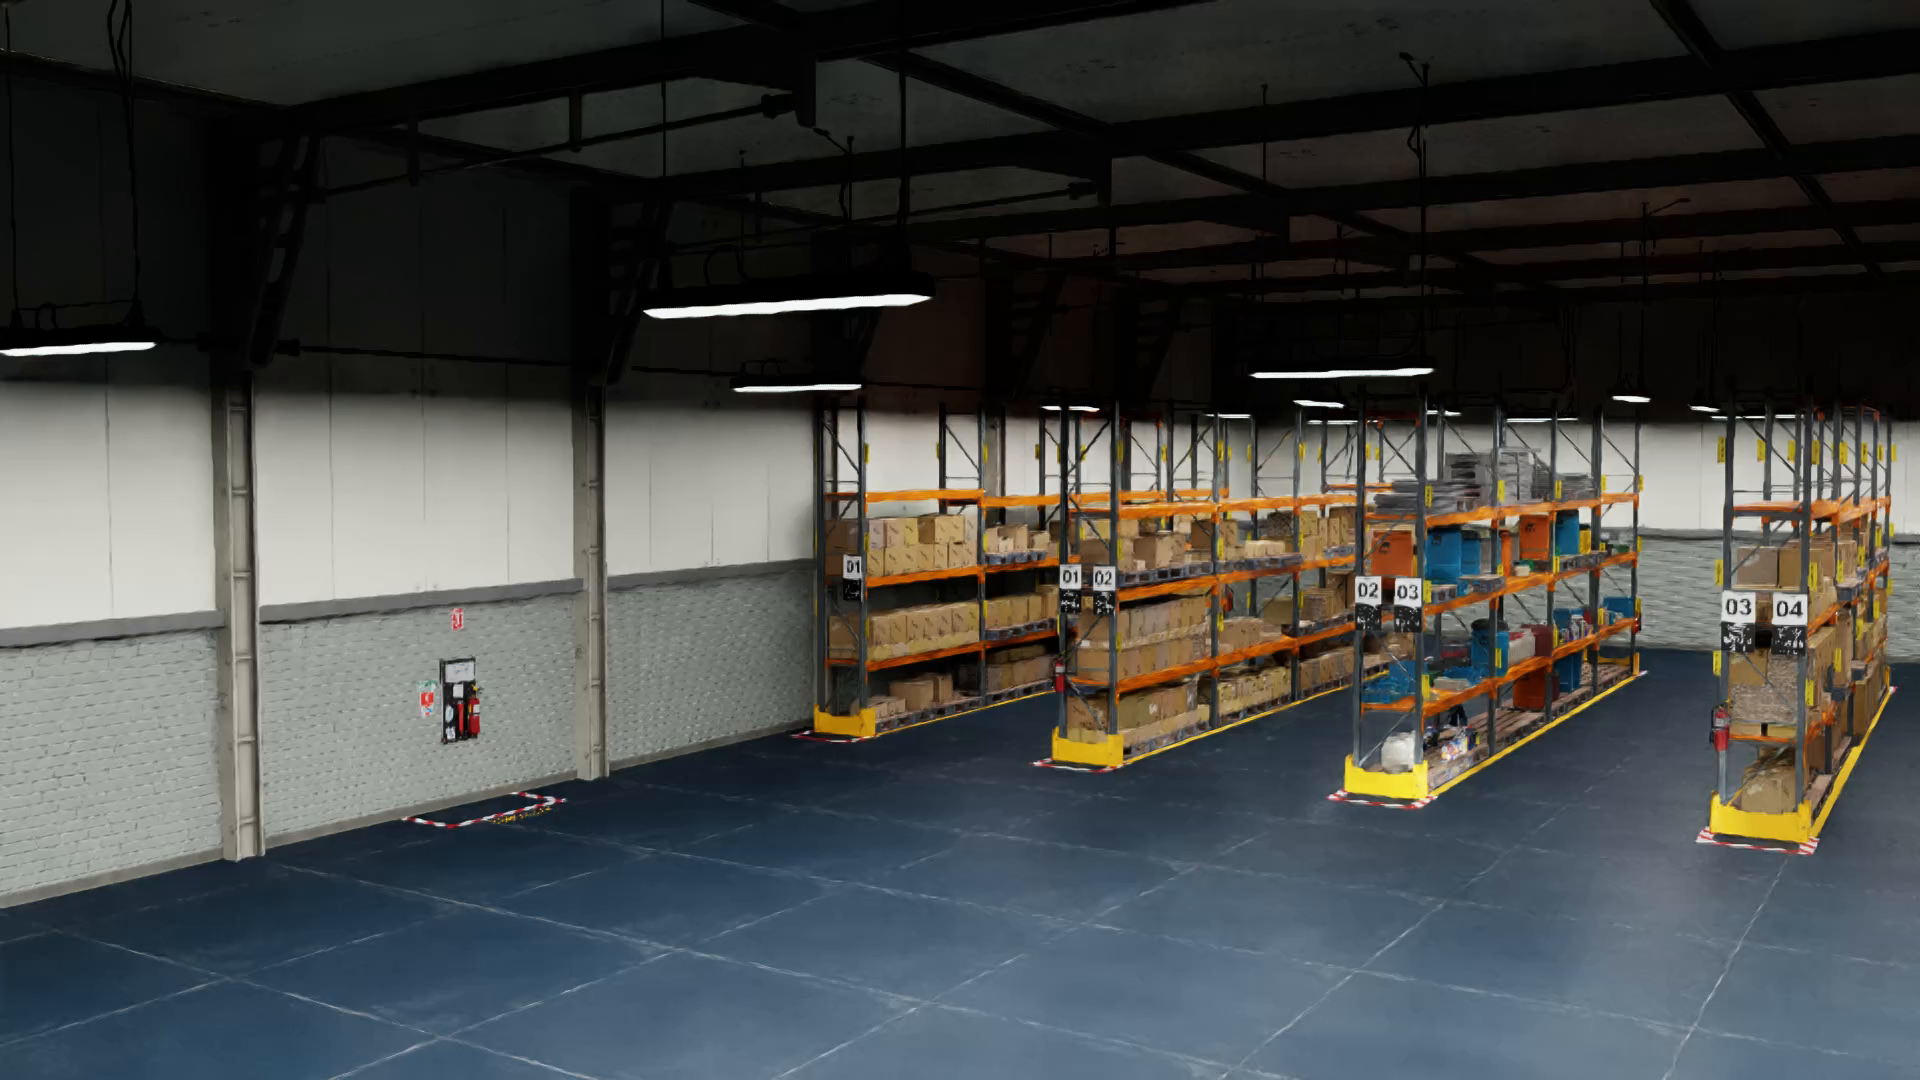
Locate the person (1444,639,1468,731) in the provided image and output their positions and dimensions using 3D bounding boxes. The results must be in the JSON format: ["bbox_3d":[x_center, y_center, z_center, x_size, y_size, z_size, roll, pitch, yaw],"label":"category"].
[{"bbox_3d":[8.568,2.497,28.721,0.438,1.593,0.486,1,3,25],"label":"person"}]
